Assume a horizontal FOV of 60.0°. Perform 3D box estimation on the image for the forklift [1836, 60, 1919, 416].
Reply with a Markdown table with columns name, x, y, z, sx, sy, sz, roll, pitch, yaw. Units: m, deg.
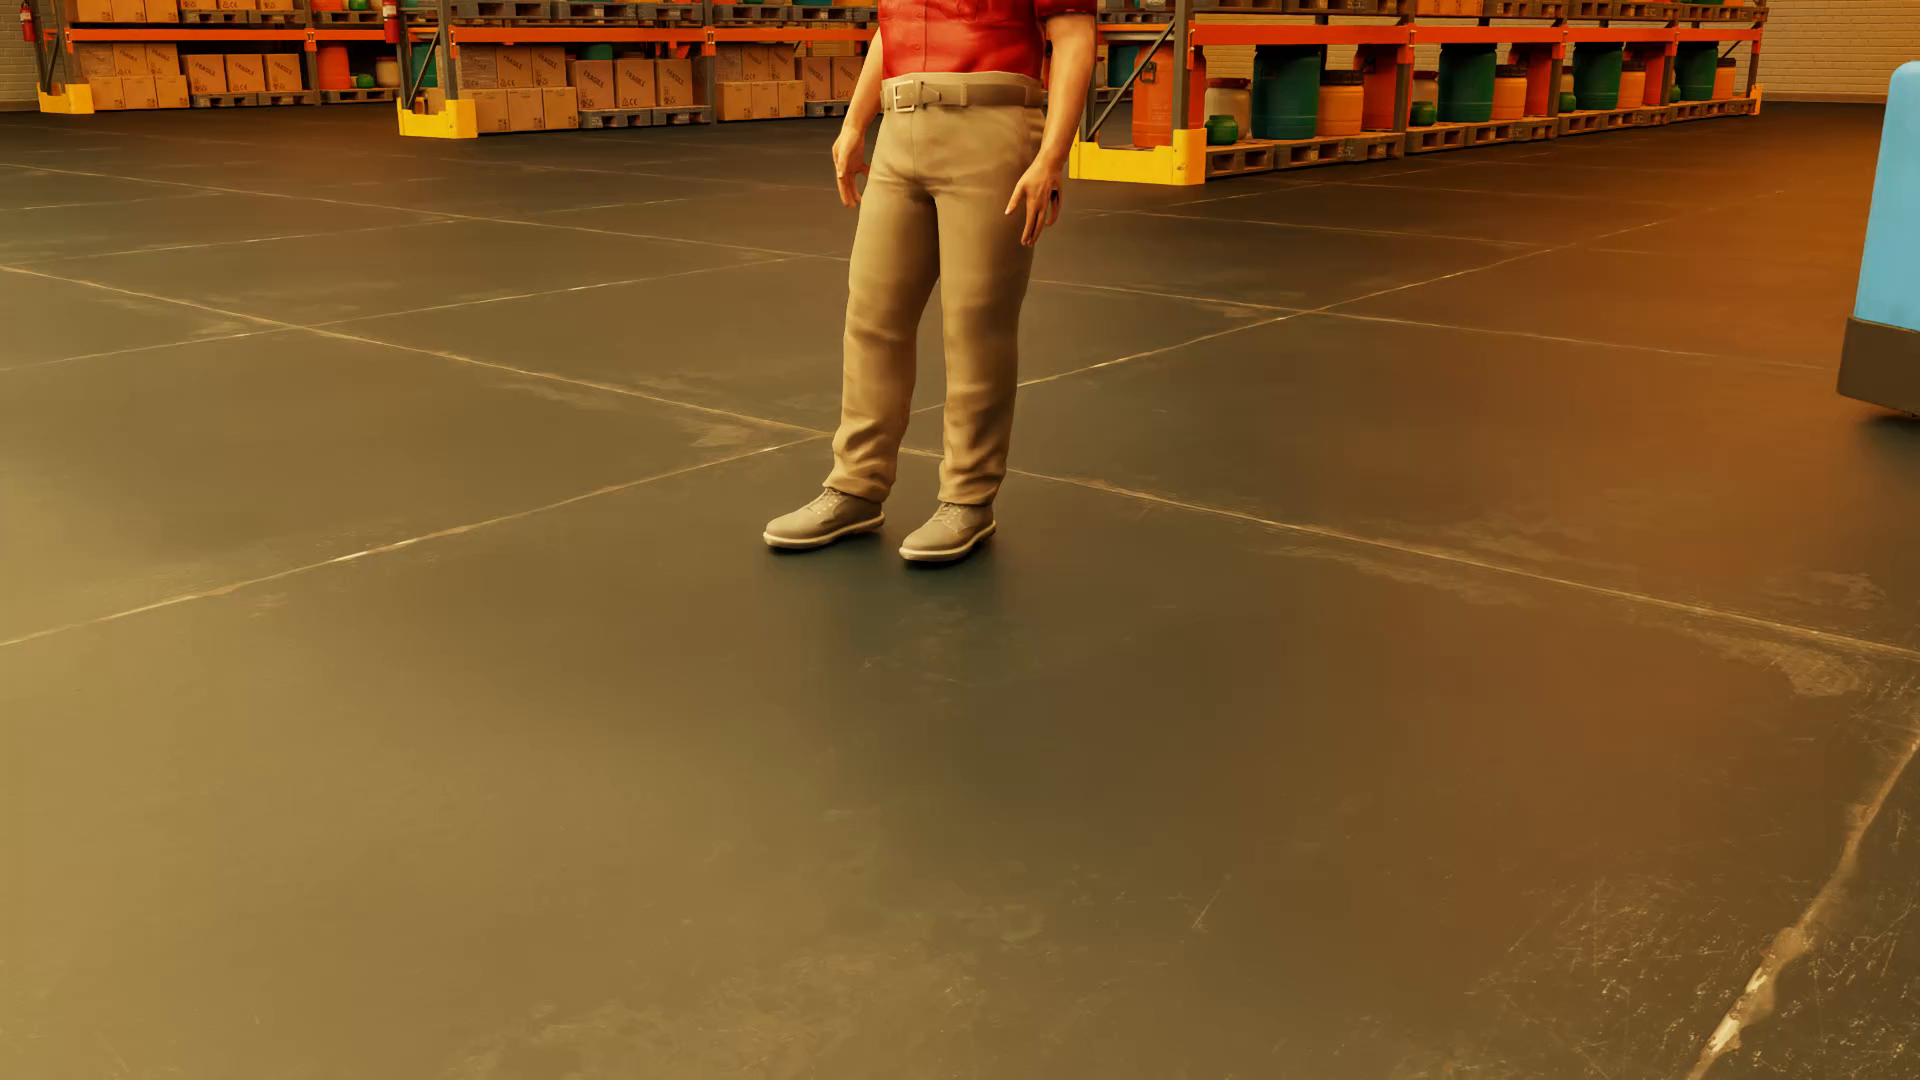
| name | x | y | z | sx | sy | sz | roll | pitch | yaw |
| --- | --- | --- | --- | --- | --- | --- | --- | --- | --- |
| forklift | 4.319 | -1.785 | 4.776 | 3.031 | 2.935 | 1.130 | -5 | 18 | -16 |

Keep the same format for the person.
| name | x | y | z | sx | sy | sz | roll | pitch | yaw |
| --- | --- | --- | --- | --- | --- | --- | --- | --- | --- |
| person | -0.067 | -0.816 | 3.630 | 0.640 | 1.727 | 0.551 | 13 | 21 | 37 |
